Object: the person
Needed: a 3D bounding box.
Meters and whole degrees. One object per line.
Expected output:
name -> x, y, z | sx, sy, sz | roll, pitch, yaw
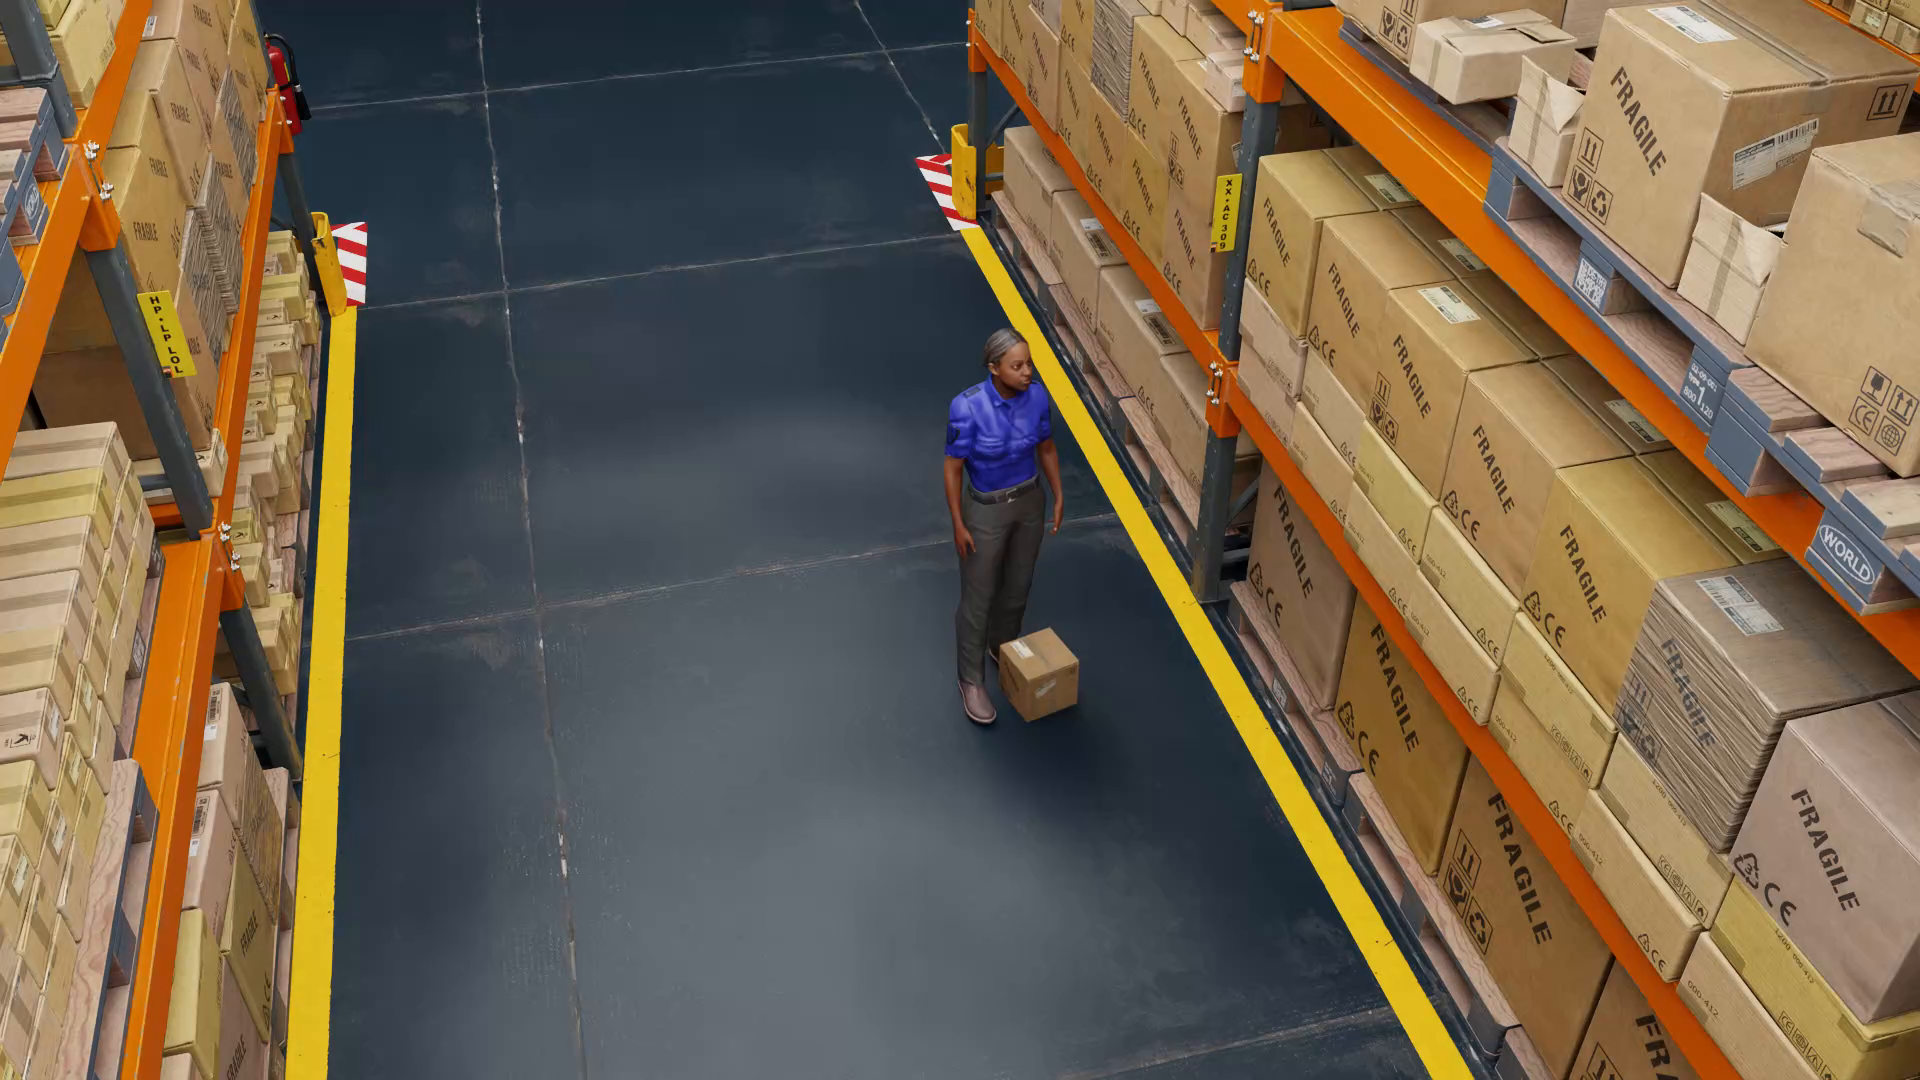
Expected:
person -> 0.203, -0.066, 6.788 | 0.565, 1.654, 0.505 | -19, 42, -22
